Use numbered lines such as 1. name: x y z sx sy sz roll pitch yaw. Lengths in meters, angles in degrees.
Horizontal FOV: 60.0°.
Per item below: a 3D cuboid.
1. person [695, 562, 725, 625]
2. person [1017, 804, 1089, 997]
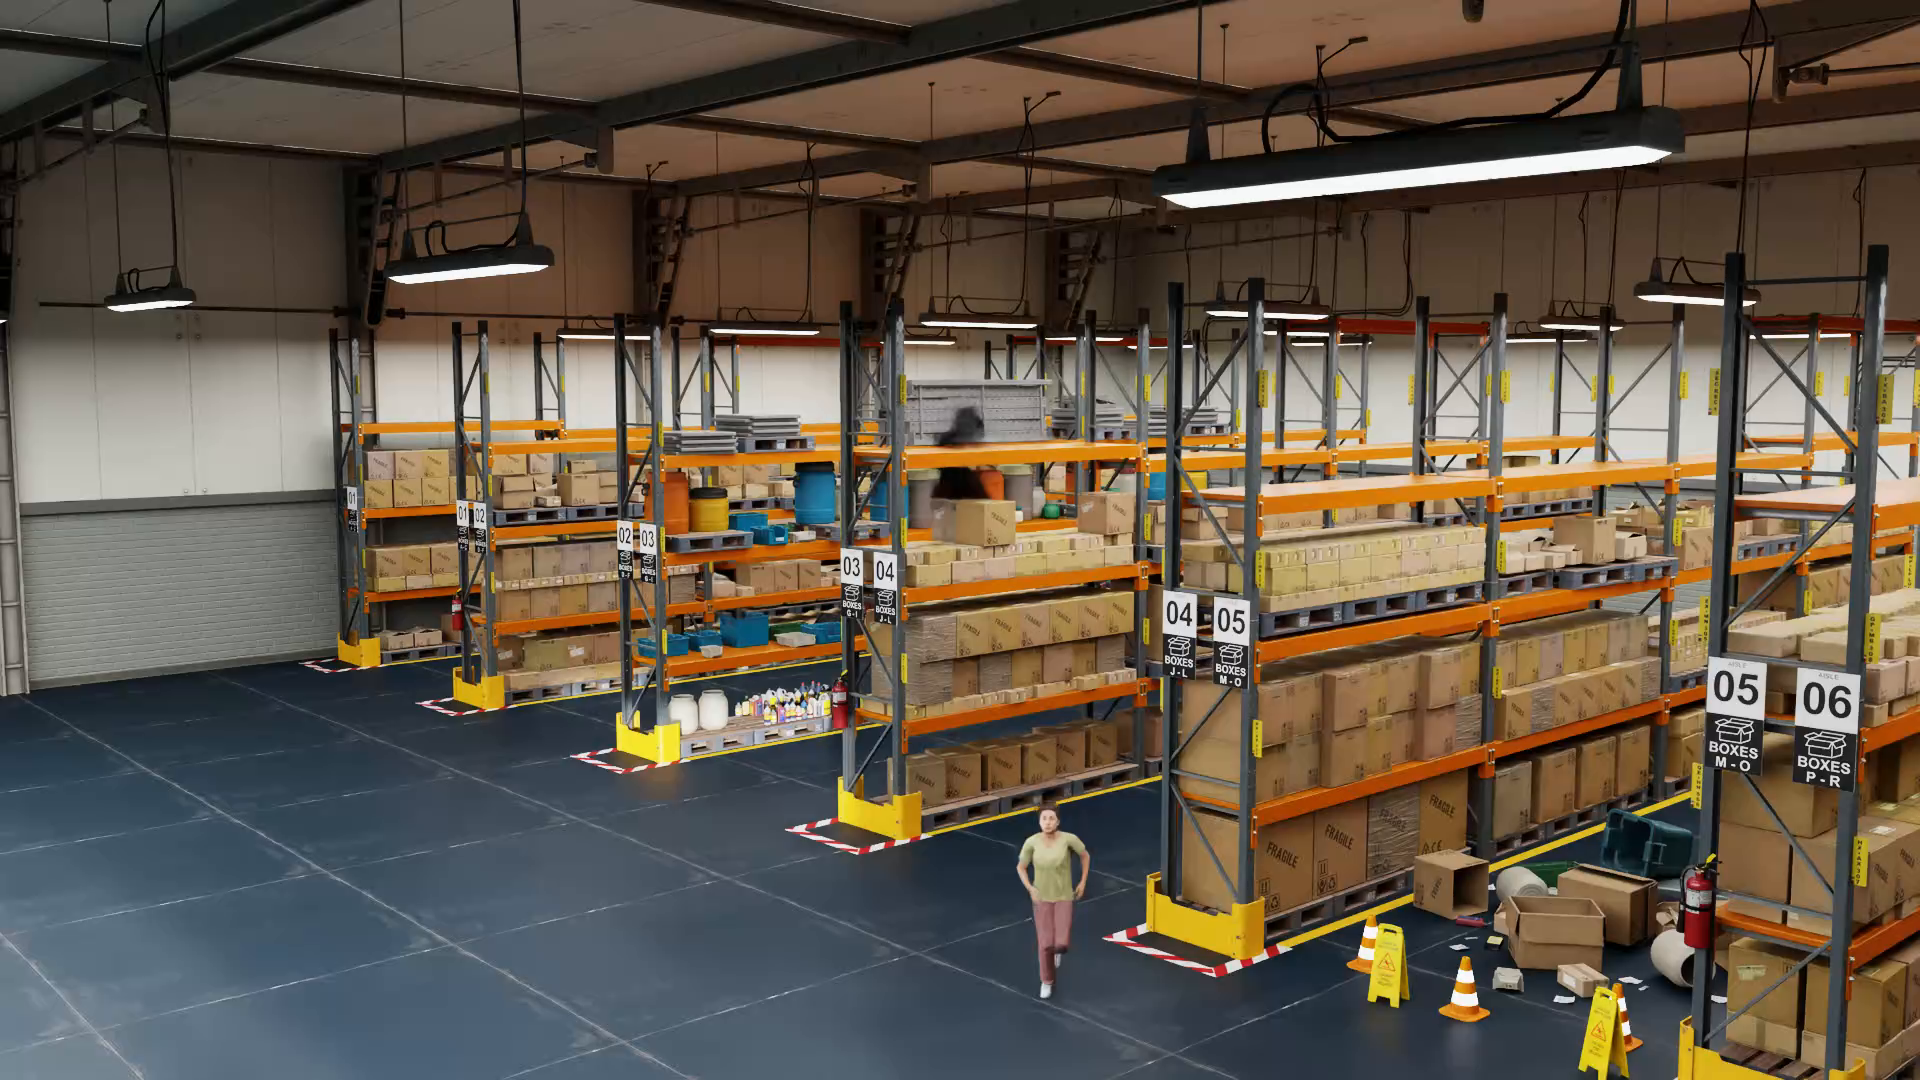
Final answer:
1. person: -4.712 1.219 31.568 0.526 1.710 0.812 5 7 40
2. person: 0.773 3.000 13.866 0.604 1.635 0.551 0 6 5
